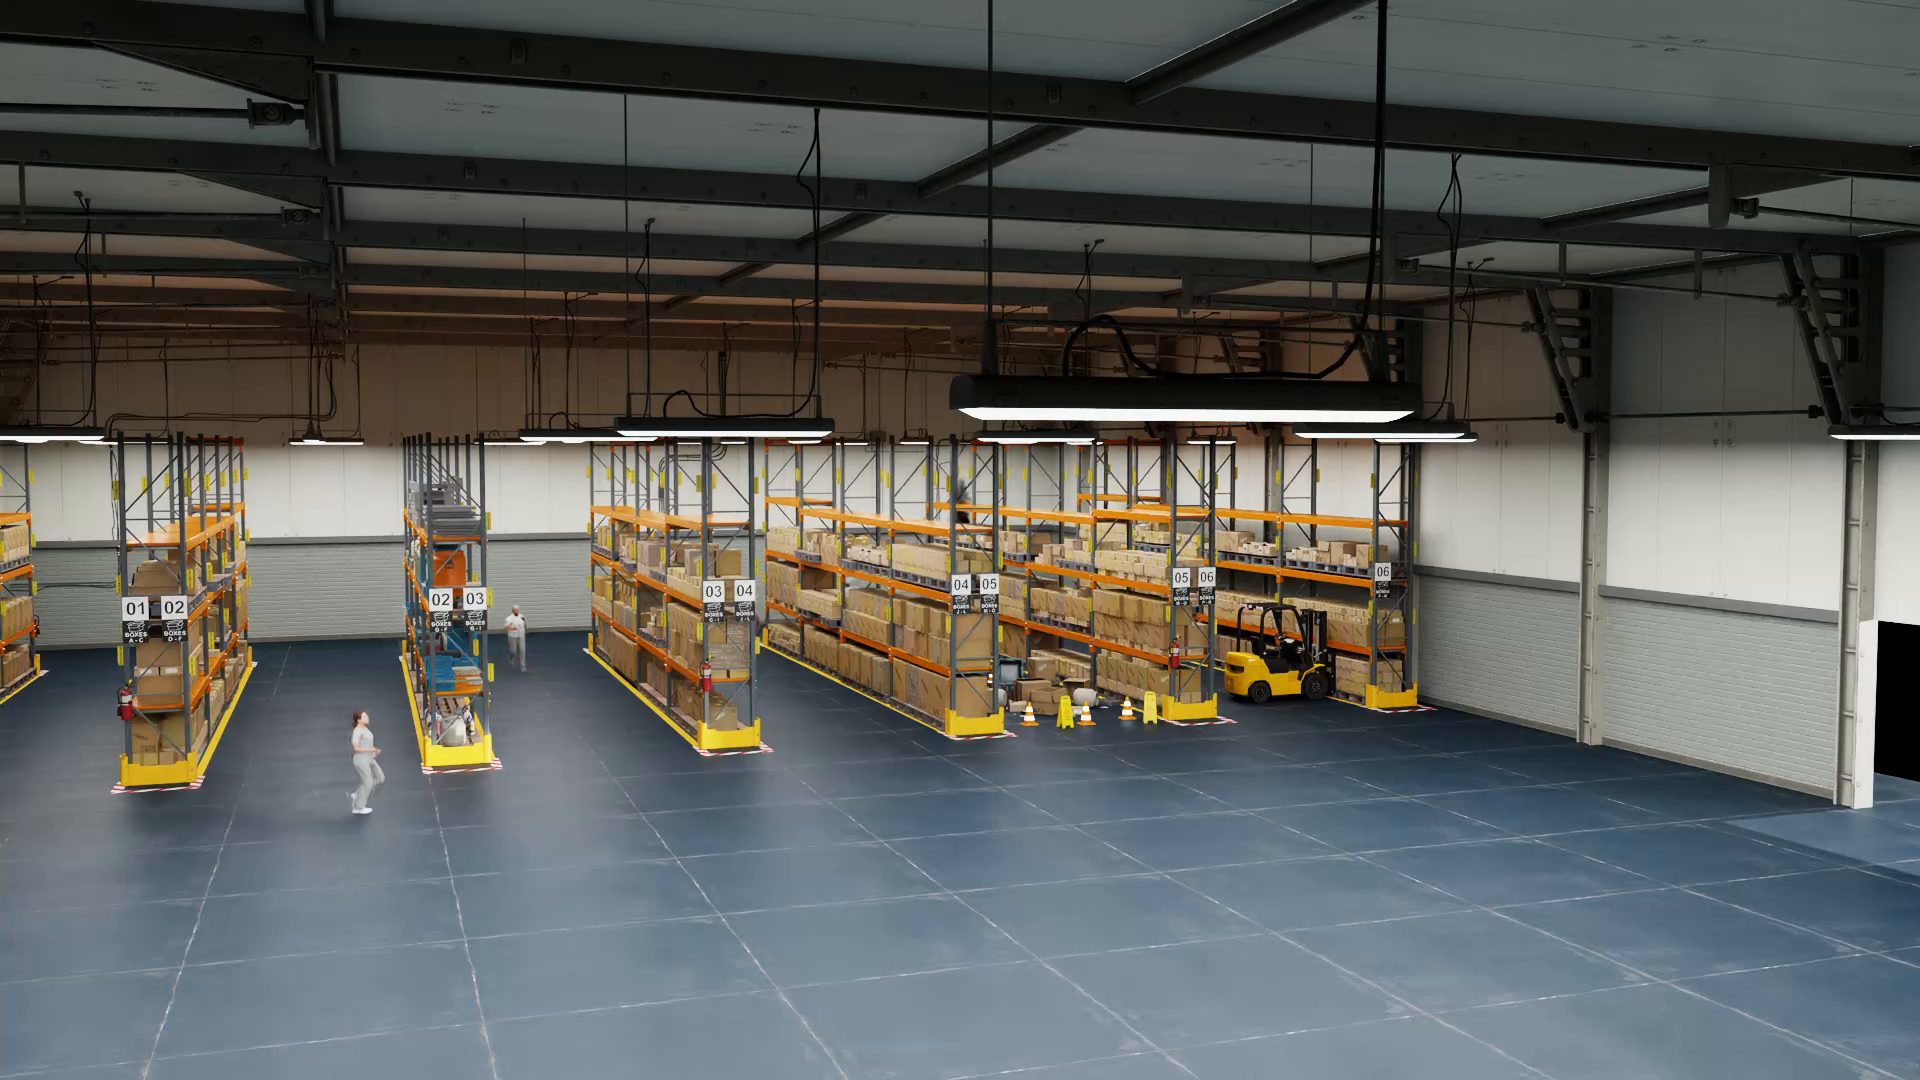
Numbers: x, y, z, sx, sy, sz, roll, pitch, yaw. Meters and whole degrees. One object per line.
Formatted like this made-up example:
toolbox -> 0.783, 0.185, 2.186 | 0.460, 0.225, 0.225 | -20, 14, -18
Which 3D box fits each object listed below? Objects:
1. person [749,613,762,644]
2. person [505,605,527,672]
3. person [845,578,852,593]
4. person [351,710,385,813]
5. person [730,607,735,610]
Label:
person -> -5.564, 2.509, 44.394 | 0.547, 1.539, 0.552 | -1, 3, -17
person -> -11.423, 2.516, 42.802 | 0.604, 1.688, 0.923 | -2, 4, -32
person -> -3.243, 1.947, 48.263 | 0.598, 1.652, 0.566 | -2, 4, -29
person -> -9.259, 3.457, 25.977 | 0.557, 1.626, 0.555 | 0, 3, 1
person -> -6.468, 2.213, 48.527 | 0.635, 1.696, 0.716 | 2, 4, 38
